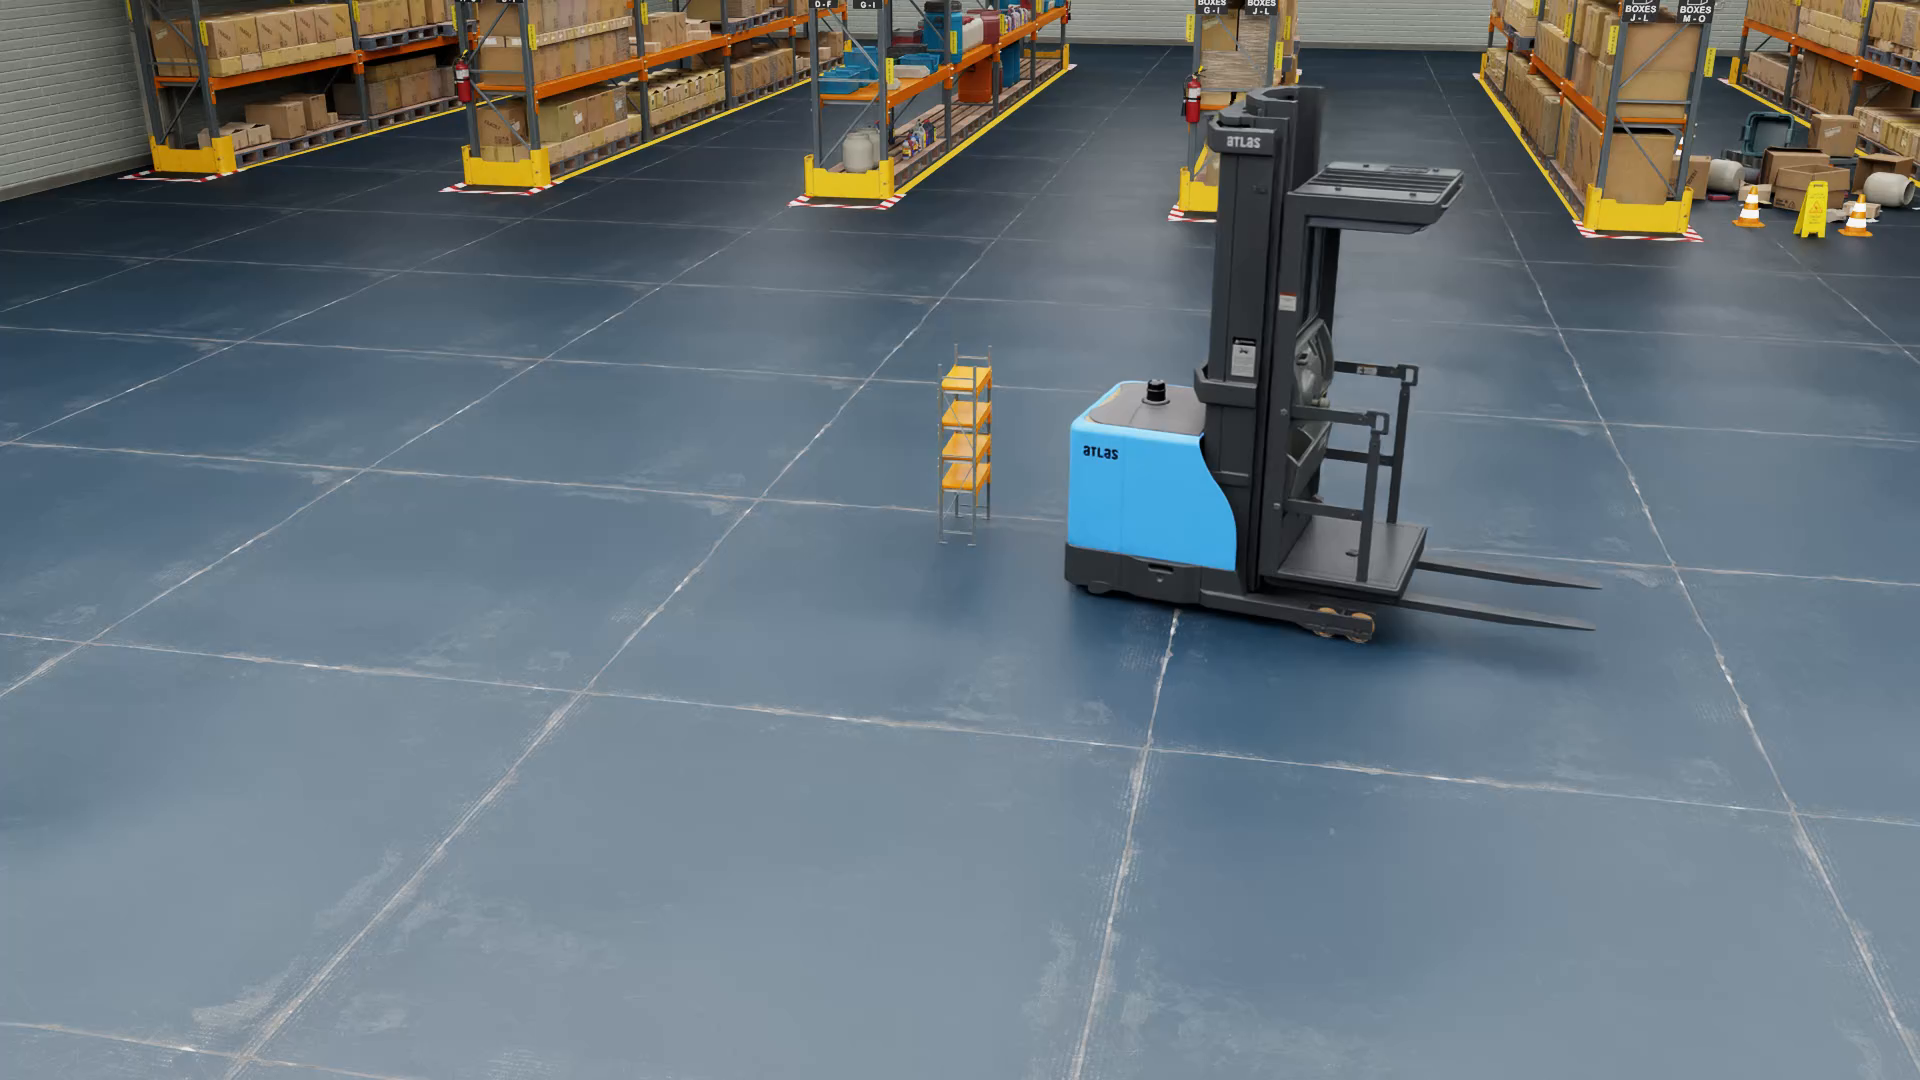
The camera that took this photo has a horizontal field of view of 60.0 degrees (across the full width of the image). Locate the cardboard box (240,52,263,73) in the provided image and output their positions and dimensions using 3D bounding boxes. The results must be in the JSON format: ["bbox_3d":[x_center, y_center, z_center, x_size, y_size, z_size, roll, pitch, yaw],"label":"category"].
[{"bbox_3d":[-10.647,-7.036,24.482,0.500,0.250,0.500,4,22,9],"label":"cardboard box"}]

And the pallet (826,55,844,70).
[{"bbox_3d":[-3.211,-10.613,36.923,1.003,0.211,1.213,4,22,11],"label":"pallet"}]

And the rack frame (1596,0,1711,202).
[{"bbox_3d":[8.233,-5.203,19.757,1.000,3.000,0.127,4,22,11],"label":"rack frame"}]

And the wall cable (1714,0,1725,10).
[{"bbox_3d":[17.492,-13.264,38.370,0.585,1.953,0.123,4,22,11],"label":"wall cable"}]

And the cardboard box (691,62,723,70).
[{"bbox_3d":[-4.705,-8.705,31.209,0.500,0.500,0.500,5,23,13],"label":"cardboard box"}]

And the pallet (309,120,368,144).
[{"bbox_3d":[-10.435,-6.672,27.137,1.003,0.211,1.213,4,22,11],"label":"pallet"}]

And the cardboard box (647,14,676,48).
[{"bbox_3d":[-5.100,-8.539,27.907,0.500,0.500,0.500,4,22,11],"label":"cardboard box"}]

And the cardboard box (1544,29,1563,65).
[{"bbox_3d":[9.202,-7.479,25.274,0.500,0.500,0.500,4,22,10],"label":"cardboard box"}]

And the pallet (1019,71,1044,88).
[{"bbox_3d":[1.110,-9.362,33.818,1.003,0.211,1.213,4,22,11],"label":"pallet"}]

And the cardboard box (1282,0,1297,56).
[{"bbox_3d":[4.514,-7.834,24.924,1.000,1.000,1.000,5,22,11],"label":"cardboard box"}]

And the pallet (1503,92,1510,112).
[{"bbox_3d":[10.524,-8.013,30.467,1.003,0.211,1.213,4,22,11],"label":"pallet"}]

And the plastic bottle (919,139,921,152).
[{"bbox_3d":[-0.623,-5.814,24.432,0.097,0.201,0.097,0,22,0],"label":"plastic bottle"}]

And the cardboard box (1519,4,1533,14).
[{"bbox_3d":[9.675,-8.982,28.119,0.380,0.149,0.250,5,22,13],"label":"cardboard box"}]

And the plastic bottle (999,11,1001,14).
[{"bbox_3d":[0.730,-9.560,30.641,0.144,0.351,0.185,4,22,11],"label":"plastic bottle"}]

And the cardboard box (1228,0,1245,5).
[{"bbox_3d":[3.579,-7.034,22.434,0.500,0.500,0.500,4,22,11],"label":"cardboard box"}]

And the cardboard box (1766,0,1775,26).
[{"bbox_3d":[15.702,-10.050,31.660,0.500,0.500,0.500,5,23,13],"label":"cardboard box"}]

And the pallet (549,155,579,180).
[{"bbox_3d":[-6.184,-5.364,23.889,1.003,0.211,1.213,4,22,11],"label":"pallet"}]

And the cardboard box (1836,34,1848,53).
[{"bbox_3d":[14.670,-8.111,27.180,0.500,0.250,0.500,5,22,12],"label":"cardboard box"}]

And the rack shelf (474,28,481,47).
[{"bbox_3d":[-9.109,-10.074,32.815,1.077,0.370,4.000,4,22,11],"label":"rack shelf"}]

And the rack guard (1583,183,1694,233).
[{"bbox_3d":[8.228,-4.034,20.202,1.175,0.500,0.348,4,22,11],"label":"rack guard"}]

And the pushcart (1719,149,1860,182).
[{"bbox_3d":[11.674,-5.264,23.420,1.648,0.377,0.936,-3,22,-8],"label":"pushcart"}]

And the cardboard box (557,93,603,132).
[{"bbox_3d":[-5.663,-6.369,24.767,0.500,0.500,0.500,4,22,11],"label":"cardboard box"}]

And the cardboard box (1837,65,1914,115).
[{"bbox_3d":[14.954,-7.244,27.106,0.875,0.875,0.875,4,22,10],"label":"cardboard box"}]

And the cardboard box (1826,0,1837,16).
[{"bbox_3d":[14.896,-9.061,27.865,0.500,0.500,0.500,4,22,10],"label":"cardboard box"}]

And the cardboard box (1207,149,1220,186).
[{"bbox_3d":[3.542,-4.880,21.740,0.500,0.500,0.500,9,24,21],"label":"cardboard box"}]

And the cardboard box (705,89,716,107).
[{"bbox_3d":[-4.637,-7.820,29.373,0.500,0.250,0.500,4,22,10],"label":"cardboard box"}]

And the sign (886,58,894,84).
[{"bbox_3d":[-0.913,-6.080,21.565,0.100,0.325,0.005,4,22,11],"label":"sign"}]

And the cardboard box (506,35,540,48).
[{"bbox_3d":[-6.008,-6.849,22.842,0.380,0.149,0.250,4,22,11],"label":"cardboard box"}]

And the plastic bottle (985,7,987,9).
[{"bbox_3d":[0.506,-10.228,32.391,0.061,0.283,0.133,4,22,11],"label":"plastic bottle"}]

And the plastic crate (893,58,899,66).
[{"bbox_3d":[-1.188,-6.885,24.218,0.450,0.188,0.662,4,22,11],"label":"plastic crate"}]

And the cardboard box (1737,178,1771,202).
[{"bbox_3d":[10.502,-4.628,21.990,0.396,0.266,0.258,8,23,20],"label":"cardboard box"}]

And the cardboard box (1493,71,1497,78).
[{"bbox_3d":[10.775,-9.193,32.918,0.380,0.149,0.250,4,22,11],"label":"cardboard box"}]

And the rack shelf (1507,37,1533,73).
[{"bbox_3d":[10.274,-8.526,28.972,1.077,0.370,4.000,4,22,11],"label":"rack shelf"}]

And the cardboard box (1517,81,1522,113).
[{"bbox_3d":[9.854,-7.614,28.528,0.500,0.500,0.500,5,23,13],"label":"cardboard box"}]

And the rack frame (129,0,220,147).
[{"bbox_3d":[-11.149,-6.751,23.600,1.000,3.000,0.127,4,22,11],"label":"rack frame"}]

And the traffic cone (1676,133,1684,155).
[{"bbox_3d":[10.801,-5.864,24.795,0.336,0.463,0.334,4,22,11],"label":"traffic cone"}]

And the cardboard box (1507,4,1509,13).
[{"bbox_3d":[10.100,-9.604,30.060,0.380,0.149,0.250,4,22,10],"label":"cardboard box"}]

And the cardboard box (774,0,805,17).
[{"bbox_3d":[-3.480,-10.975,33.955,0.500,0.500,0.500,5,22,12],"label":"cardboard box"}]

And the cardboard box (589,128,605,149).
[{"bbox_3d":[-5.664,-6.021,24.908,0.500,0.250,0.500,4,22,11],"label":"cardboard box"}]

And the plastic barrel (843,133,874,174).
[{"bbox_3d":[-1.391,-5.283,22.723,0.421,0.512,0.421,0,22,0],"label":"plastic barrel"}]

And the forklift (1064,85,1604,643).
[{"bbox_3d":[2.199,-1.003,9.421,3.031,2.935,1.130,9,24,21],"label":"forklift"}]

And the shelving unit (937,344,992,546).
[{"bbox_3d":[0.034,-0.617,10.780,0.258,1.200,0.503,4,22,11],"label":"shelving unit"}]

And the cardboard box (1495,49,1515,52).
[{"bbox_3d":[11.120,-9.927,33.944,0.380,0.149,0.250,5,22,12],"label":"cardboard box"}]

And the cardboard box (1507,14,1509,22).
[{"bbox_3d":[10.046,-9.368,29.872,0.380,0.149,0.250,5,22,11],"label":"cardboard box"}]

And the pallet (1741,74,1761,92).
[{"bbox_3d":[16.278,-9.122,33.221,1.003,0.211,1.213,4,22,11],"label":"pallet"}]

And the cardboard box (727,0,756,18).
[{"bbox_3d":[-4.275,-10.100,31.221,0.700,0.500,0.500,9,24,21],"label":"cardboard box"}]

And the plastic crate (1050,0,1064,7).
[{"bbox_3d":[1.929,-11.754,35.897,0.616,0.435,0.499,4,22,11],"label":"plastic crate"}]

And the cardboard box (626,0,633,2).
[{"bbox_3d":[-7.979,-12.554,37.608,0.980,0.700,0.700,5,23,13],"label":"cardboard box"}]

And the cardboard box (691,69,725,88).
[{"bbox_3d":[-4.532,-8.269,29.739,0.500,0.311,0.500,5,22,12],"label":"cardboard box"}]

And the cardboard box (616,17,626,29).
[{"bbox_3d":[-5.381,-7.978,25.647,0.380,0.149,0.250,4,22,10],"label":"cardboard box"}]

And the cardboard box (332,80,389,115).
[{"bbox_3d":[-10.199,-7.529,28.289,0.700,0.500,0.500,5,23,13],"label":"cardboard box"}]

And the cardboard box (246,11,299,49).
[{"bbox_3d":[-10.442,-7.748,25.247,0.500,0.500,0.500,5,23,13],"label":"cardboard box"}]

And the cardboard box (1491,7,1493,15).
[{"bbox_3d":[11.111,-10.844,34.101,0.380,0.149,0.250,4,22,10],"label":"cardboard box"}]

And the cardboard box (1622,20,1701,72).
[{"bbox_3d":[8.347,-5.906,19.857,0.875,0.550,0.550,4,22,11],"label":"cardboard box"}]

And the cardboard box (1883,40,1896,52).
[{"bbox_3d":[14.216,-7.465,25.149,0.380,0.149,0.250,5,22,11],"label":"cardboard box"}]

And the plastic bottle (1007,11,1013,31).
[{"bbox_3d":[0.906,-9.597,30.734,0.144,0.351,0.185,4,22,11],"label":"plastic bottle"}]
